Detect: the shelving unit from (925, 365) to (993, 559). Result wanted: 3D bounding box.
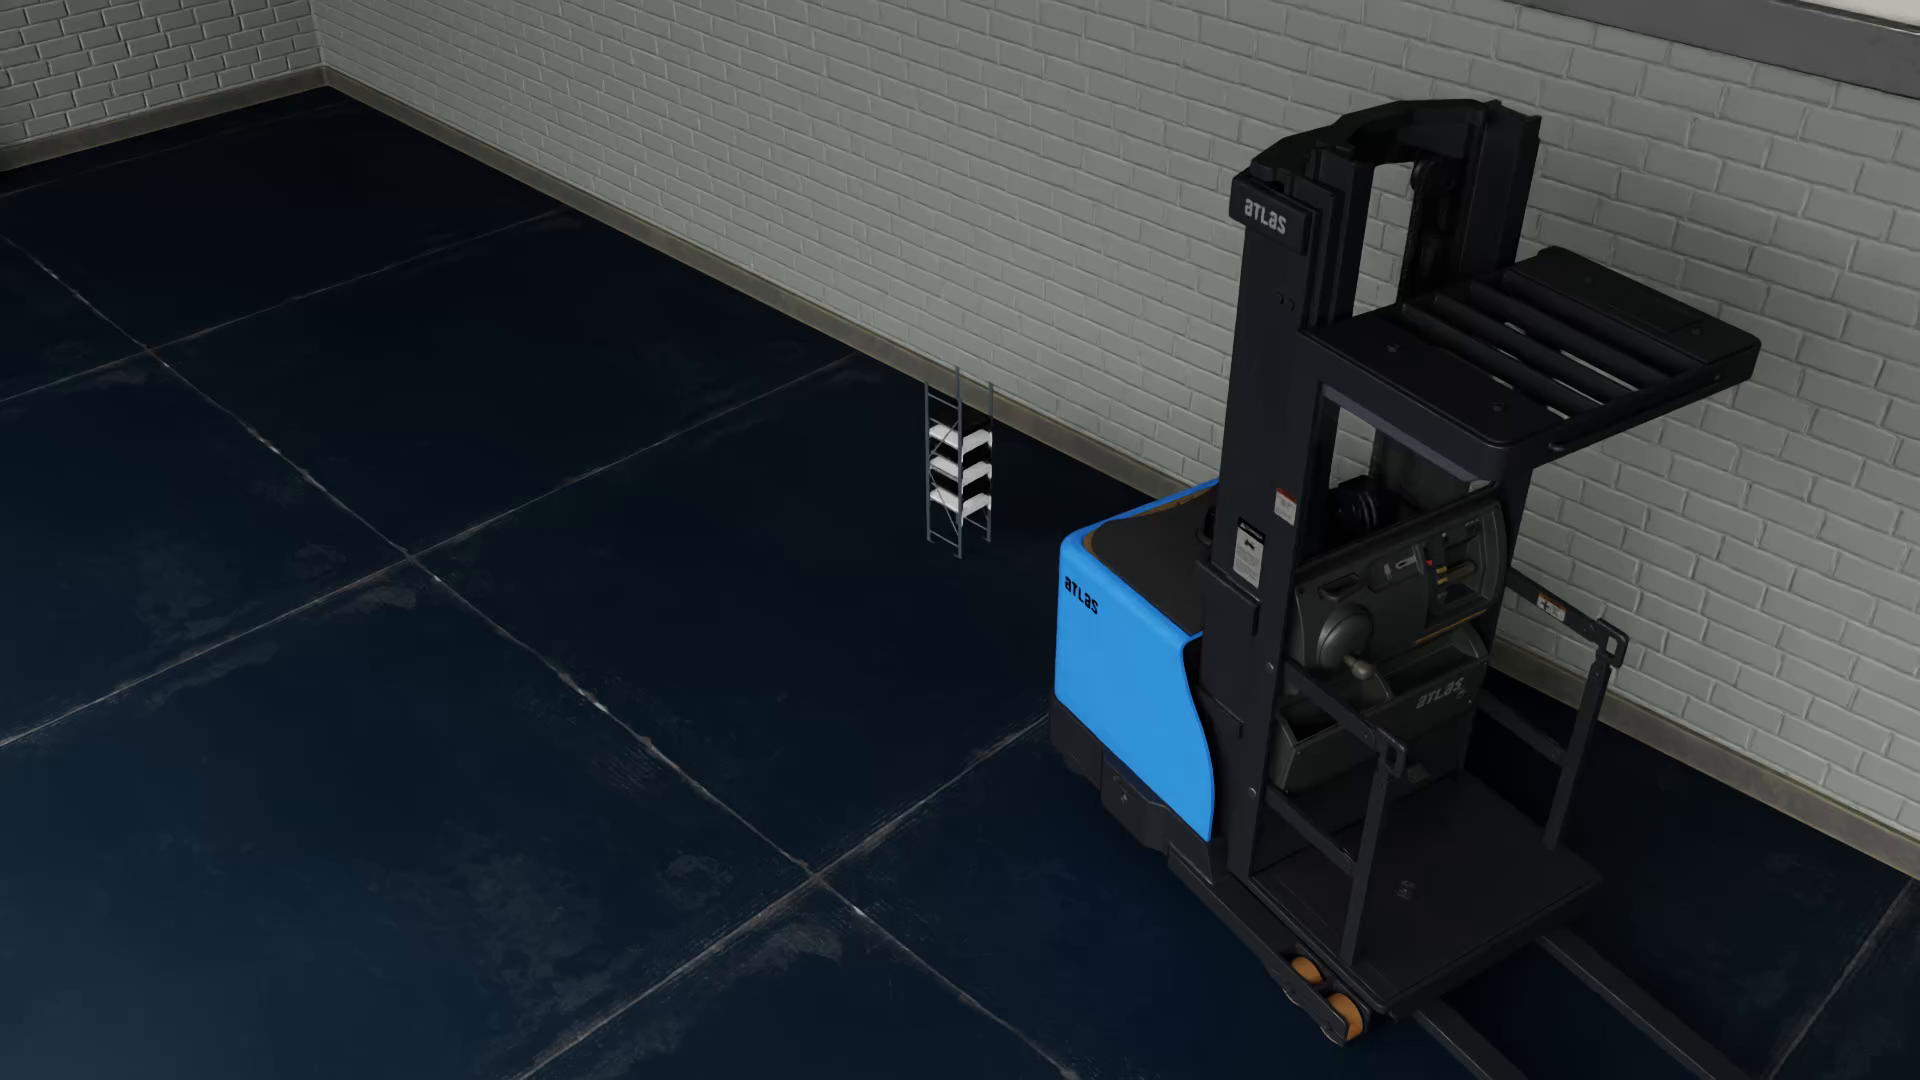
[{"bbox_3d":[-0.006,-0.366,7.988,0.258,0.900,0.210,30,45,35],"label":"shelving unit"}]

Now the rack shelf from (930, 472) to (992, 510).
[{"bbox_3d":[-0.006,-0.265,8.058,0.258,0.077,0.200,30,45,35],"label":"rack shelf"}]

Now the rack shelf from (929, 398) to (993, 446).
[{"bbox_3d":[-0.006,-0.560,7.852,0.258,0.077,0.200,30,45,35],"label":"rack shelf"}]

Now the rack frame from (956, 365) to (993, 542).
[{"bbox_3d":[0.066,-0.407,8.047,0.240,0.900,0.006,30,45,35],"label":"rack frame"}]

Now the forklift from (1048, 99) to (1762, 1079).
[{"bbox_3d":[1.582,0.226,5.363,1.130,2.935,3.031,-20,40,-26],"label":"forklift"}]

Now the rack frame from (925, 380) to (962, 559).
[{"bbox_3d":[-0.077,-0.325,7.929,0.240,0.900,0.006,30,45,35],"label":"rack frame"}]

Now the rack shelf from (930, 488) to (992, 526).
[{"bbox_3d":[-0.006,-0.191,8.110,0.258,0.077,0.200,30,45,35],"label":"rack shelf"}]

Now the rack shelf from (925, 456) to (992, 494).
[{"bbox_3d":[-0.006,-0.338,8.007,0.258,0.077,0.200,30,45,35],"label":"rack shelf"}]

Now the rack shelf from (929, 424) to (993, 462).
[{"bbox_3d":[-0.006,-0.486,7.904,0.258,0.077,0.200,30,45,35],"label":"rack shelf"}]

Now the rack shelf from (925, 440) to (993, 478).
[{"bbox_3d":[-0.006,-0.412,7.955,0.258,0.077,0.200,30,45,35],"label":"rack shelf"}]
